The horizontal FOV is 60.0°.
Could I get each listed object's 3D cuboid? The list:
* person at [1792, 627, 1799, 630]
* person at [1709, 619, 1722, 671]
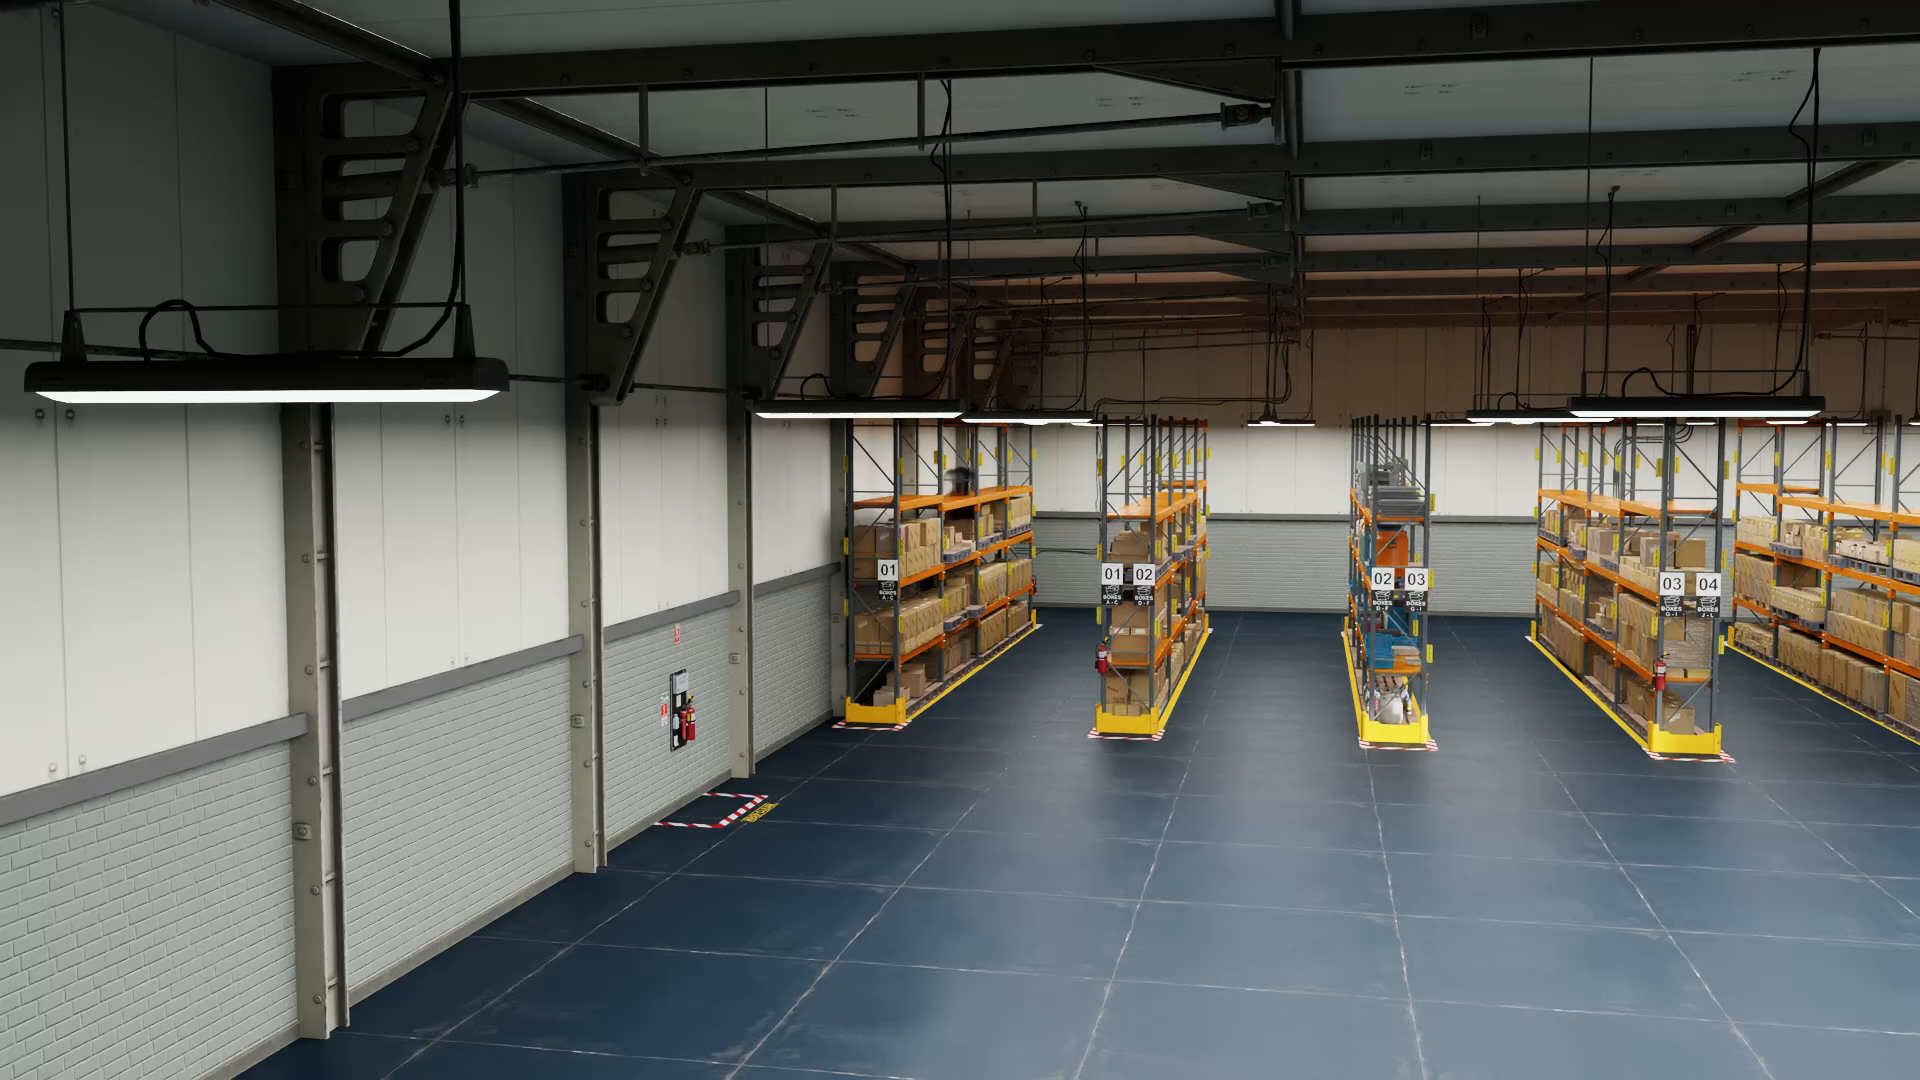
[{"bbox_3d":[22.358,2.009,44.012,0.597,1.612,0.581,-3,5,-42],"label":"person"},{"bbox_3d":[17.067,2.307,37.980,0.671,1.784,0.789,1,4,18],"label":"person"}]
